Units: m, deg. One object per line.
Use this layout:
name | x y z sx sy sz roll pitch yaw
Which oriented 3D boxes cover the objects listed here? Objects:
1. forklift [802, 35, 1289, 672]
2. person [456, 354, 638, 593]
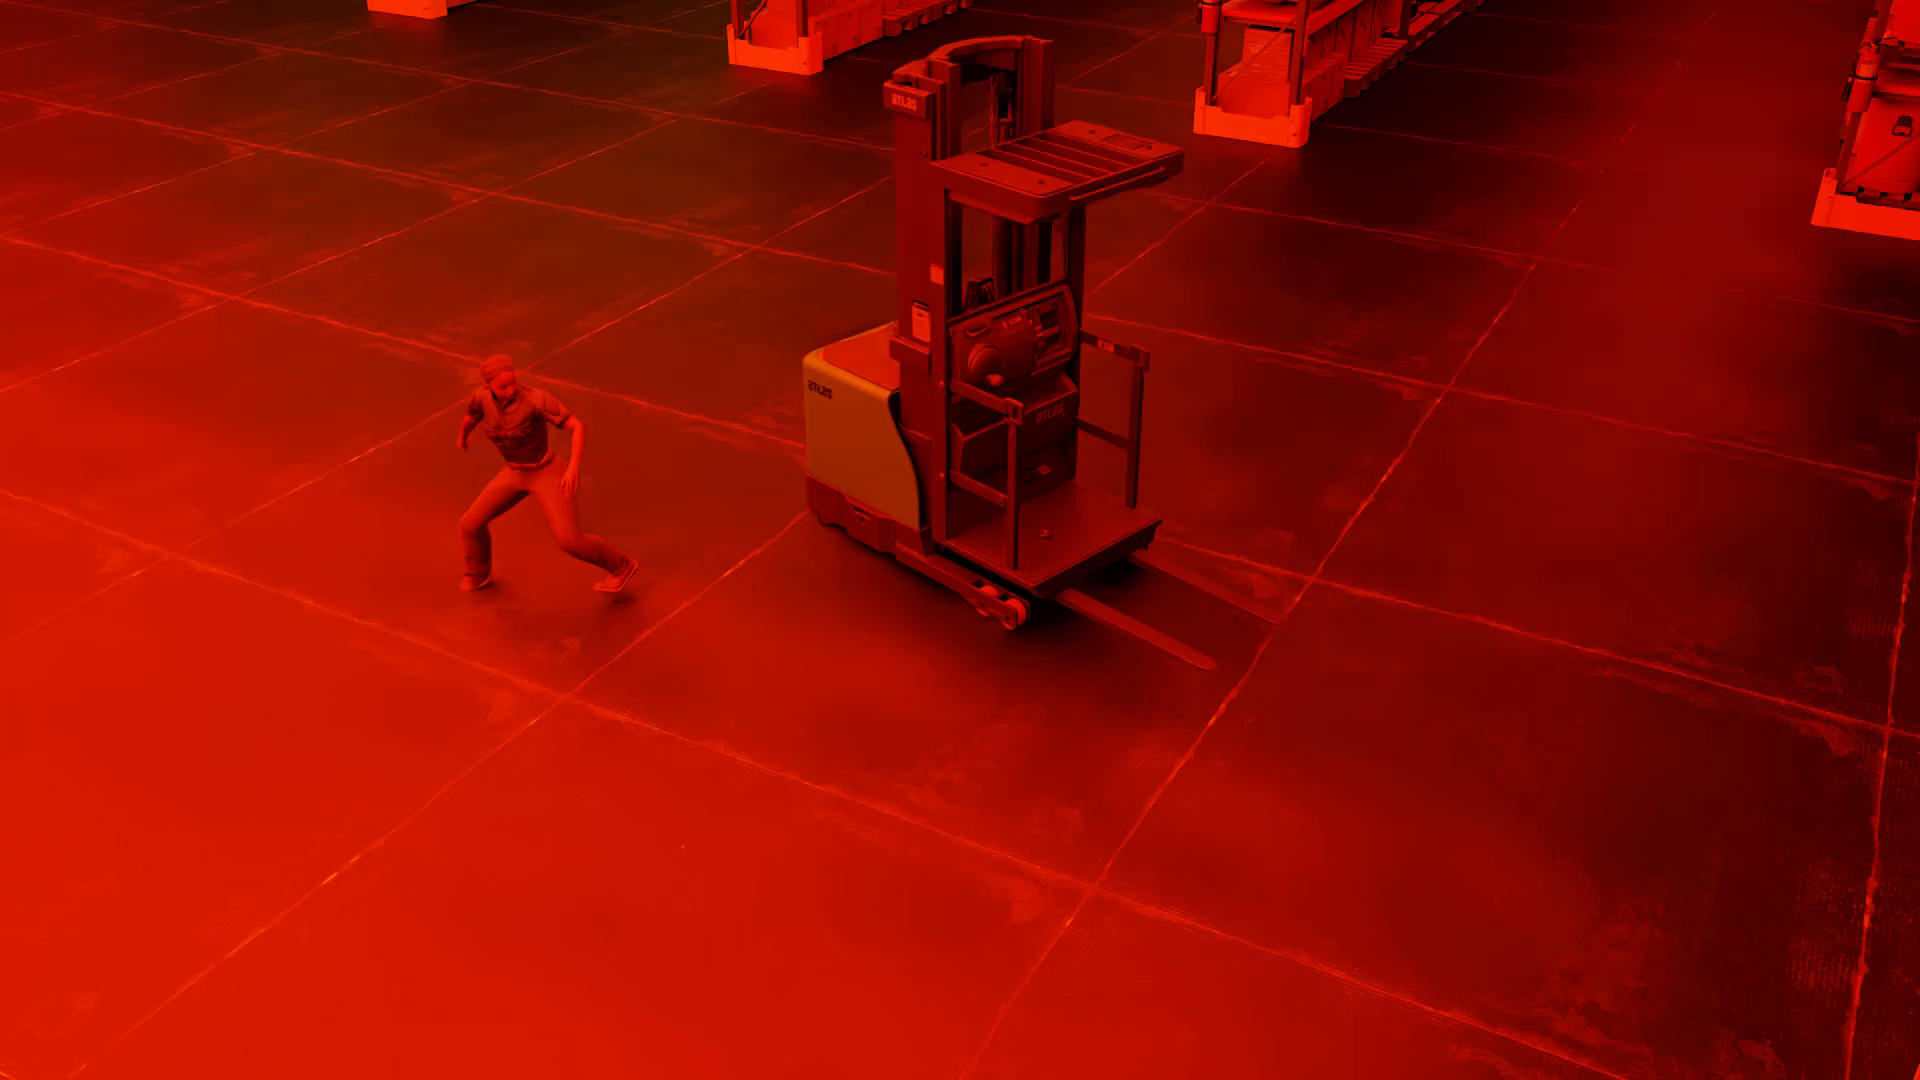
forklift | 0.447 -1.071 8.926 1.130 2.935 3.031 -26 39 -37
person | -2.421 -0.333 9.170 1.104 1.580 0.525 14 33 22
